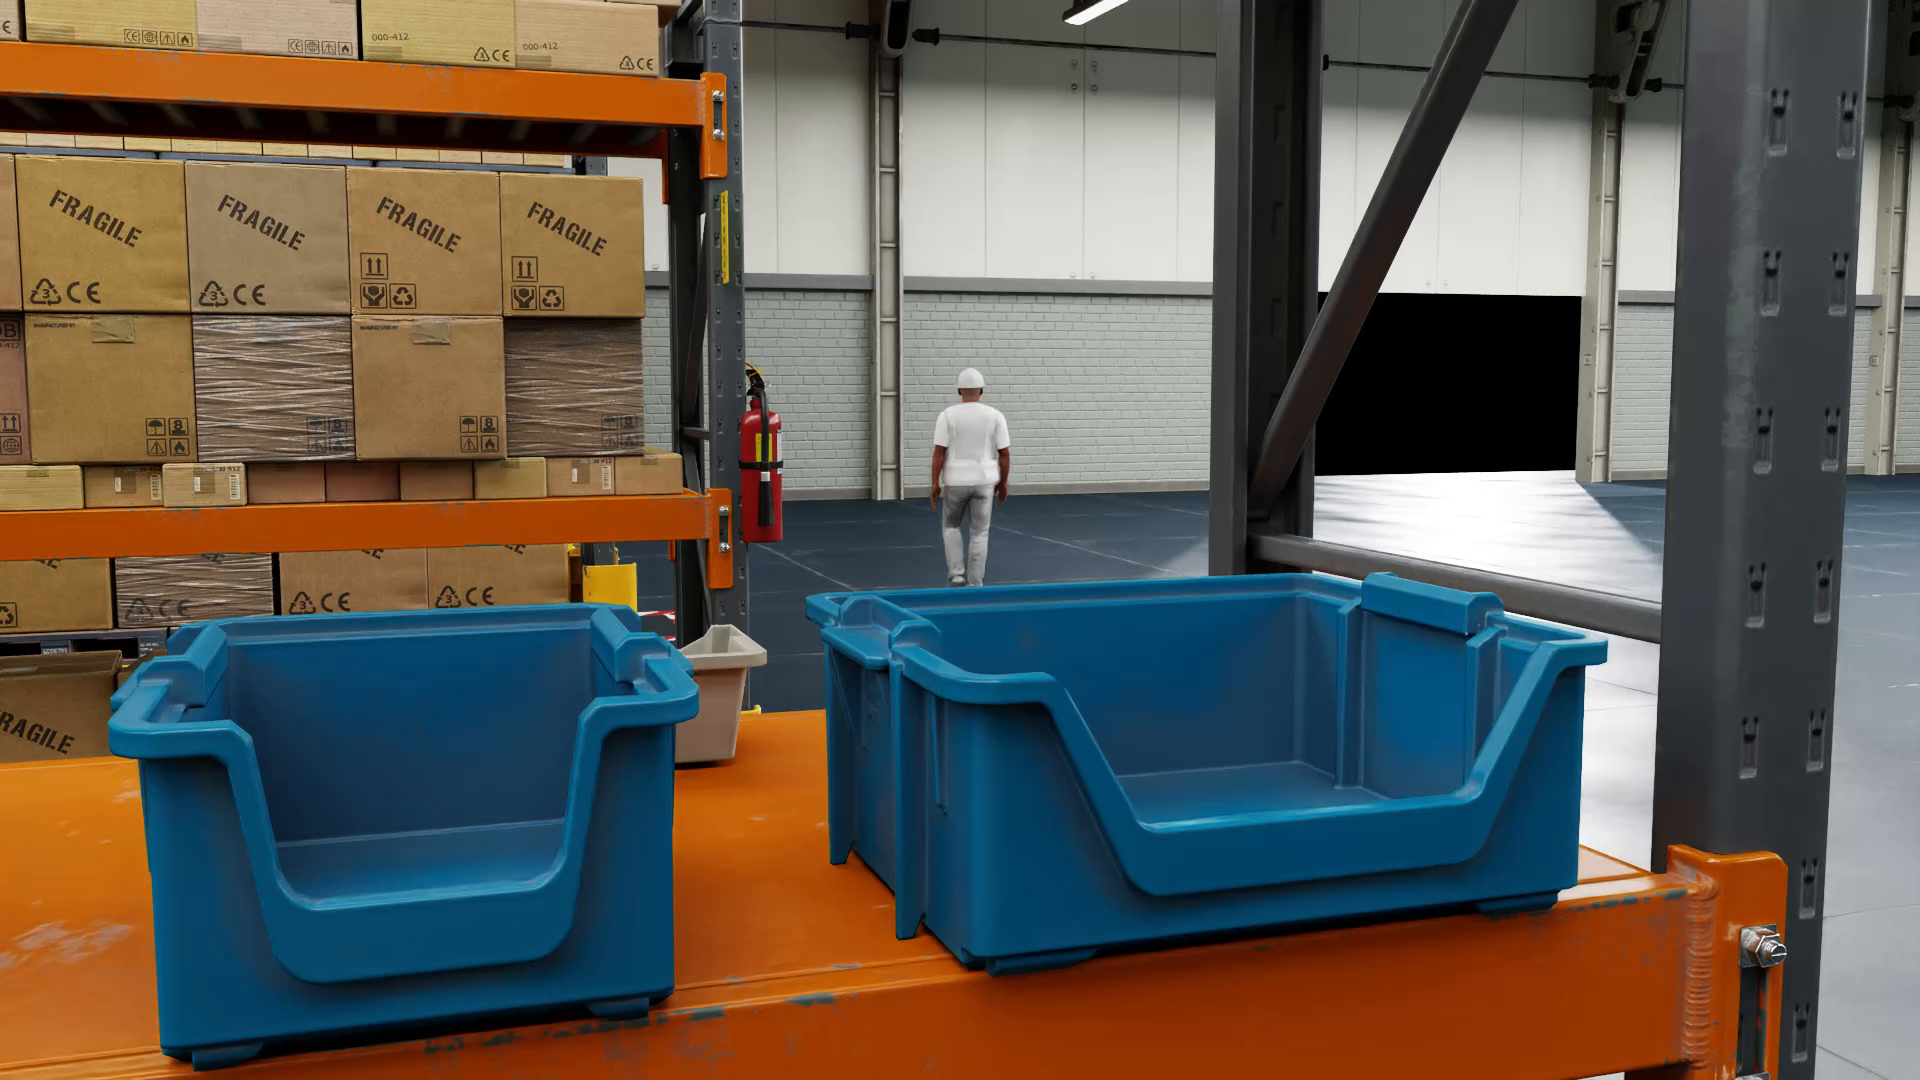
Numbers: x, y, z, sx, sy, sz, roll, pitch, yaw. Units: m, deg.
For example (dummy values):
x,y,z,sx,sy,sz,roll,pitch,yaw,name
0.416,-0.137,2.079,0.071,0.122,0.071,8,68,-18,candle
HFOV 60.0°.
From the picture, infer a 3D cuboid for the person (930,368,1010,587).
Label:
x,y,z,sx,sy,sz,roll,pitch,yaw,name
0.076,-0.403,12.695,0.610,1.810,0.490,0,6,0,person
